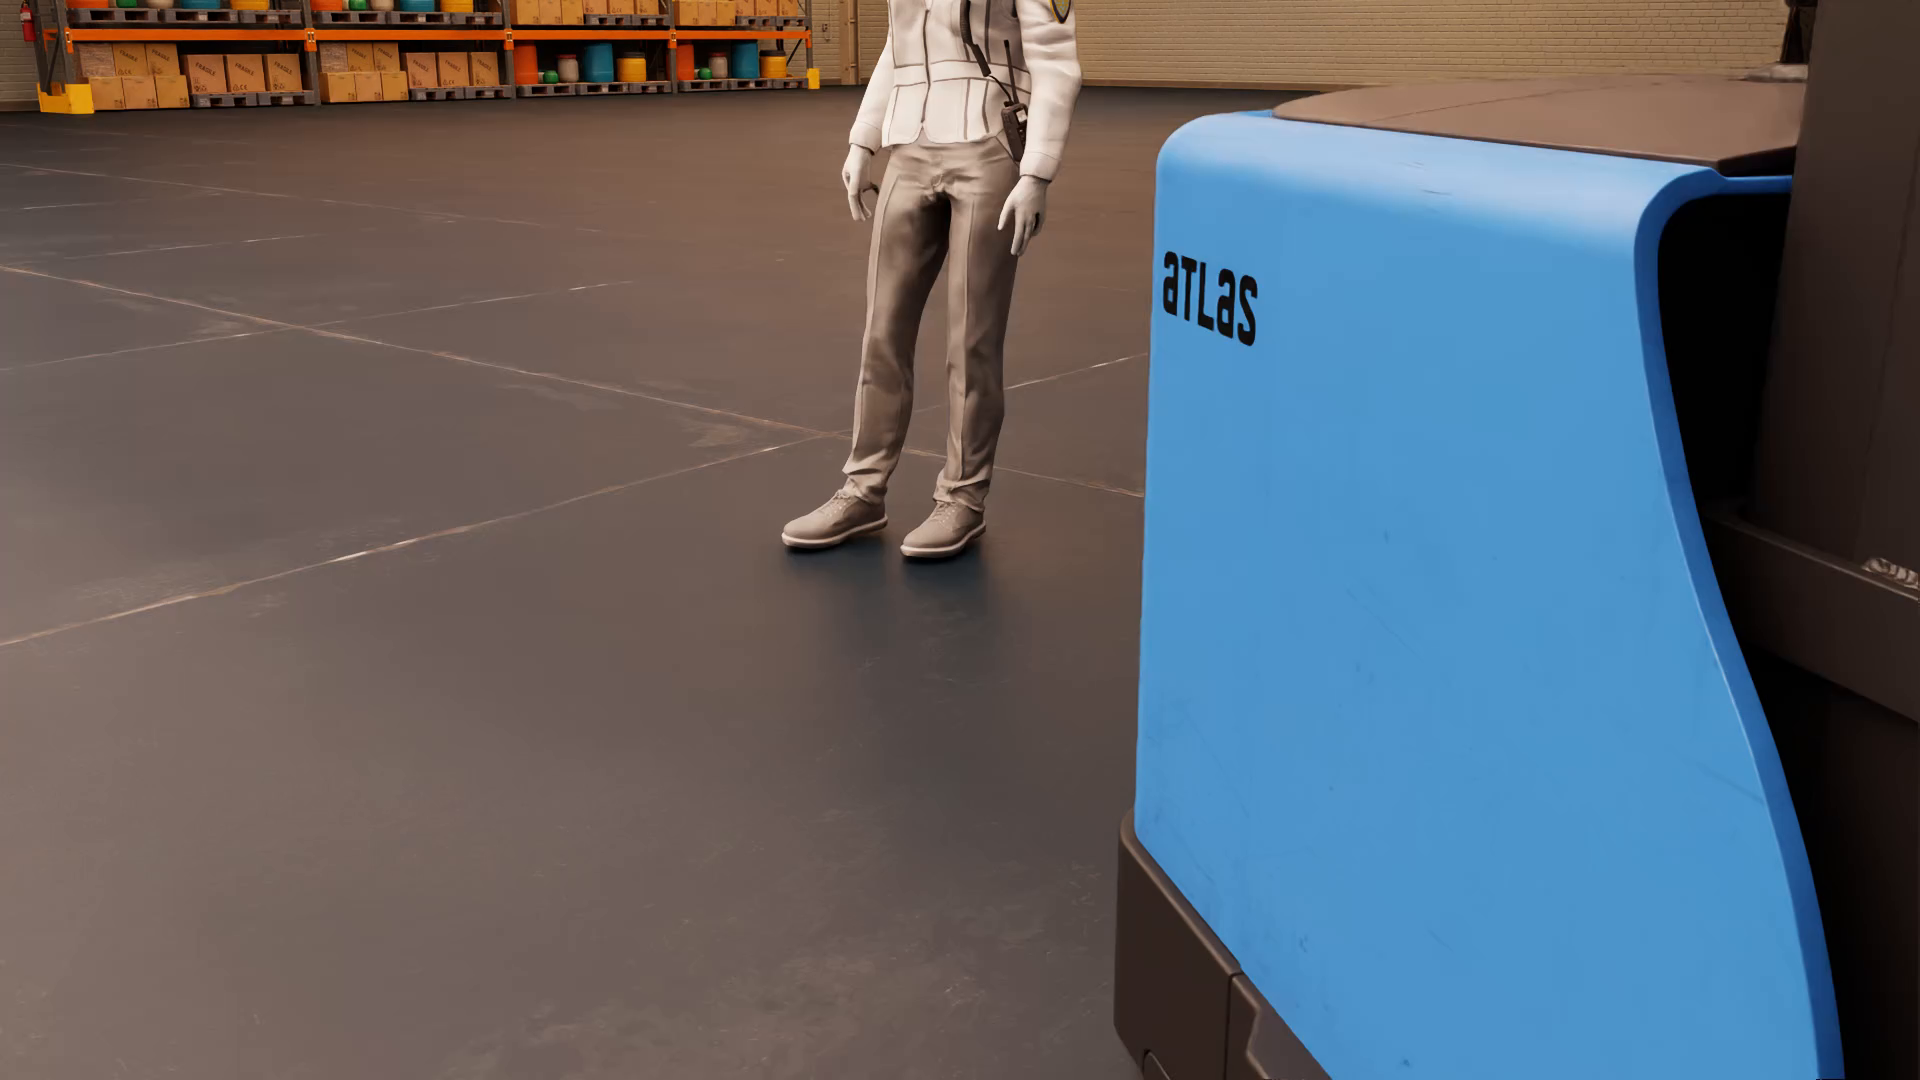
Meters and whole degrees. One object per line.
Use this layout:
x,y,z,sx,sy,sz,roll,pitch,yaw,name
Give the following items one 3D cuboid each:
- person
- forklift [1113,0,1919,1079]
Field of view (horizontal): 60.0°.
-0.049,-0.803,3.647,0.586,1.694,0.530,13,21,37,person
1.060,-0.424,0.293,1.130,2.935,3.031,-5,17,-15,forklift
